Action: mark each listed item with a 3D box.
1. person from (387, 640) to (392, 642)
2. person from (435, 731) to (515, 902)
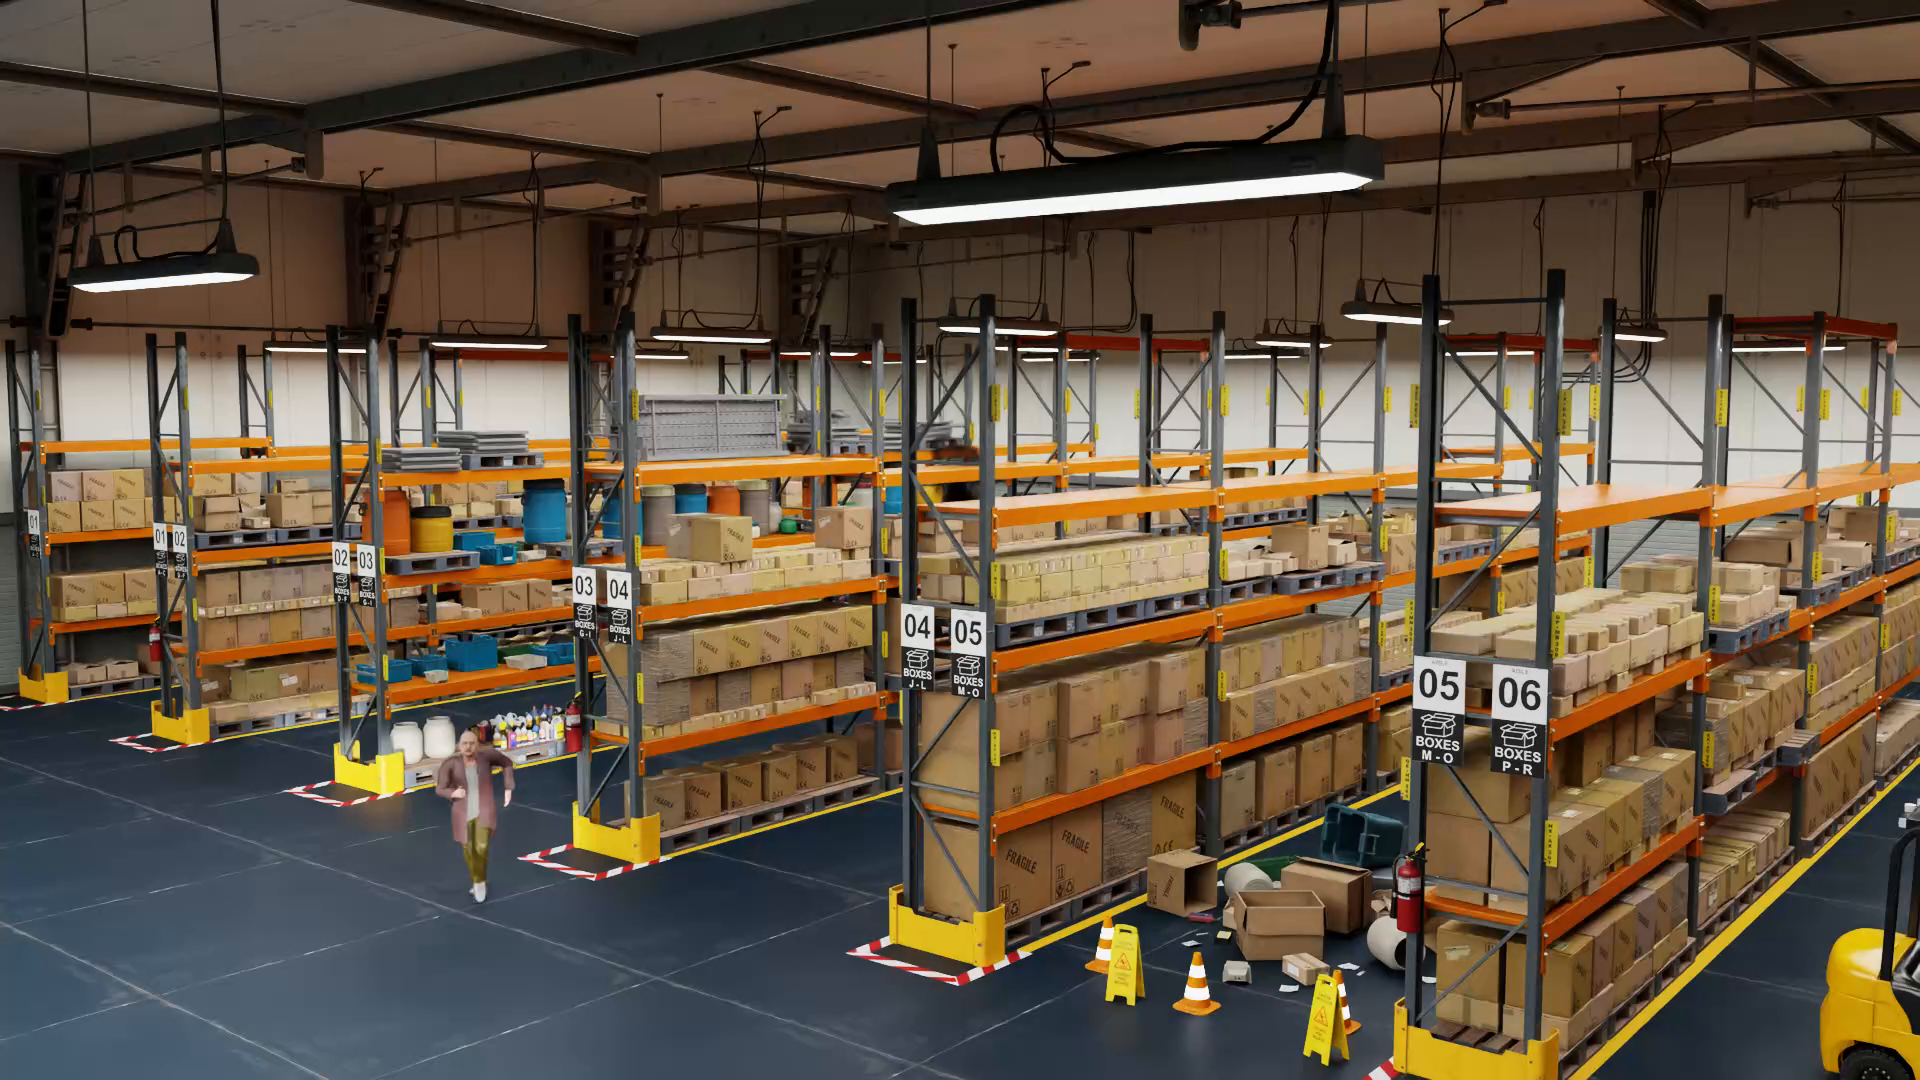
[{"bbox_3d":[-10.376,1.693,30.094,0.559,1.576,0.695,3,6,31],"label":"person"},{"bbox_3d":[-4.874,2.774,16.745,0.755,1.747,0.866,-1,5,-13],"label":"person"}]
